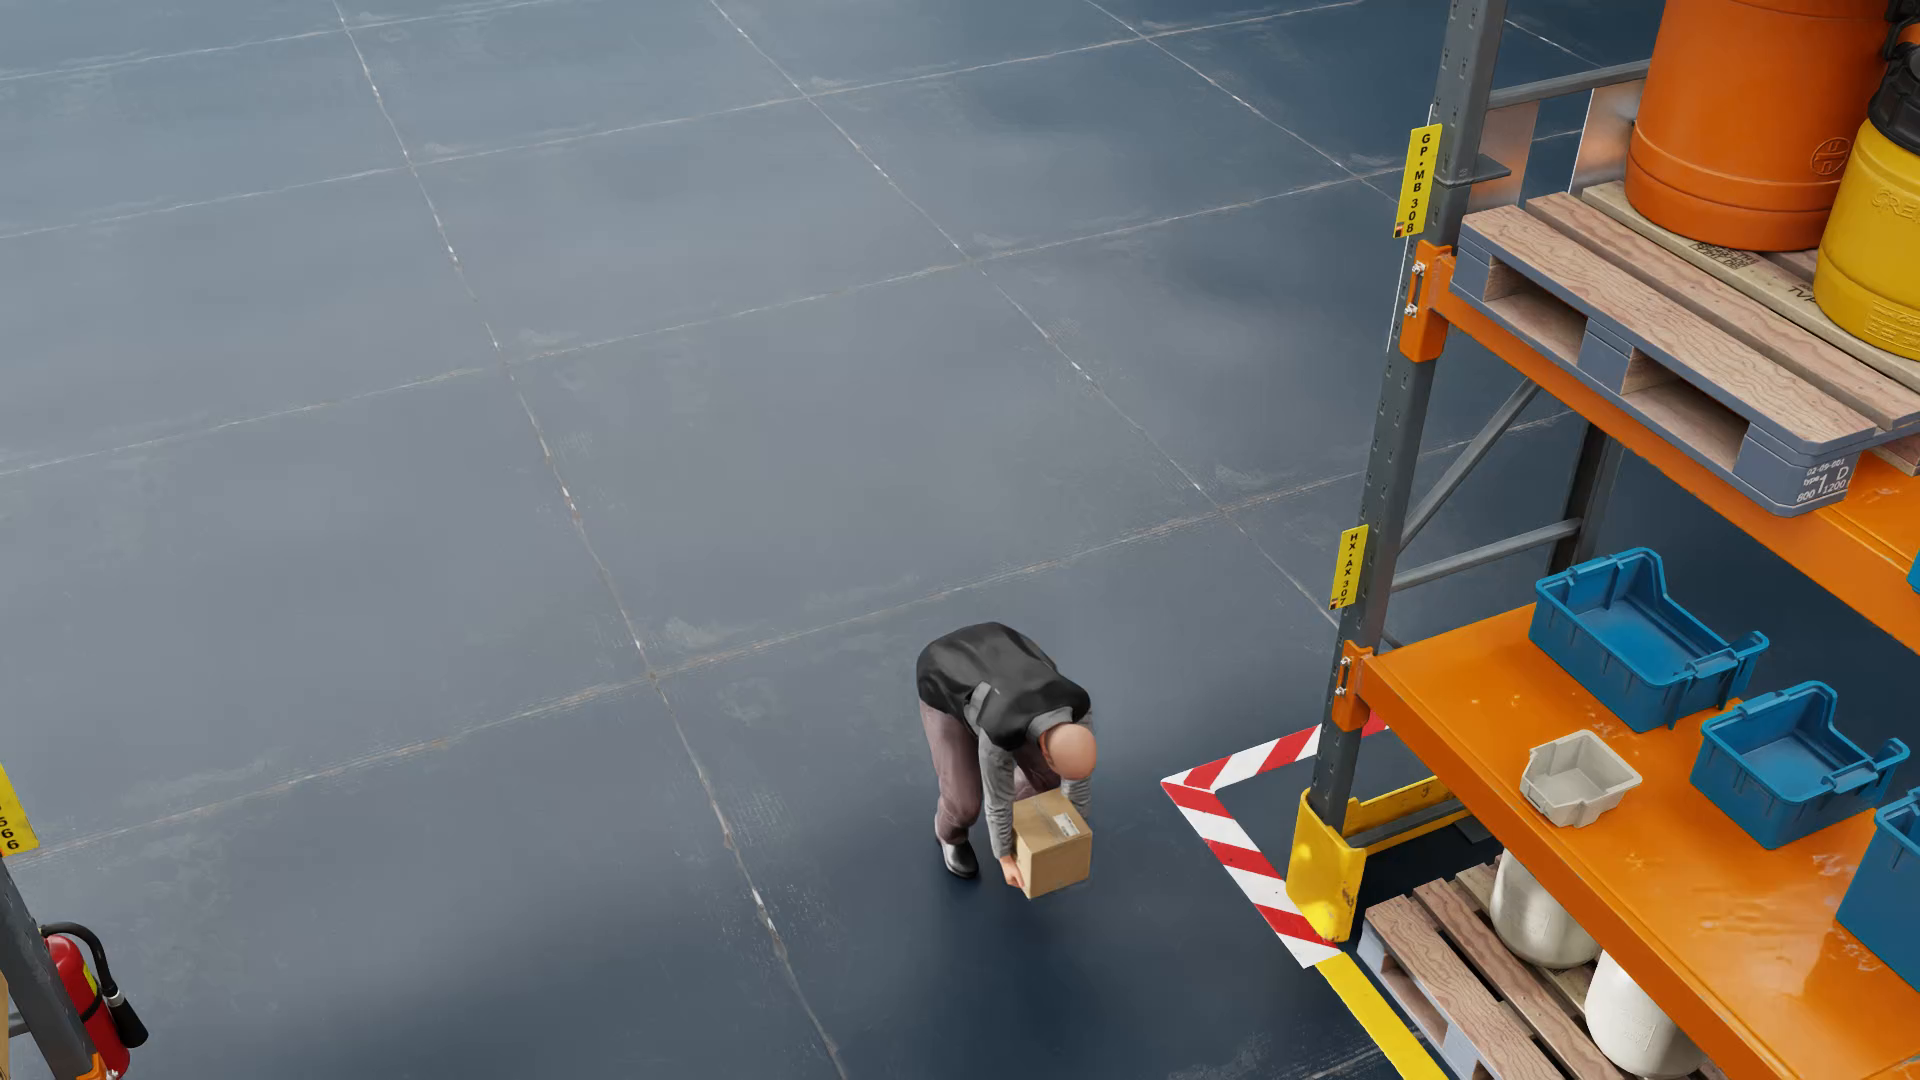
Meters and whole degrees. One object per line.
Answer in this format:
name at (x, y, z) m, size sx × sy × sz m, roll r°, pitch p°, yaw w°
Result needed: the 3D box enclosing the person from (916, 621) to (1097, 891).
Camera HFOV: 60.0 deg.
person at (0.189, 0.880, 6.231) m, size 0.493 × 1.094 × 0.947 m, roll -18°, pitch 40°, yaw -22°
